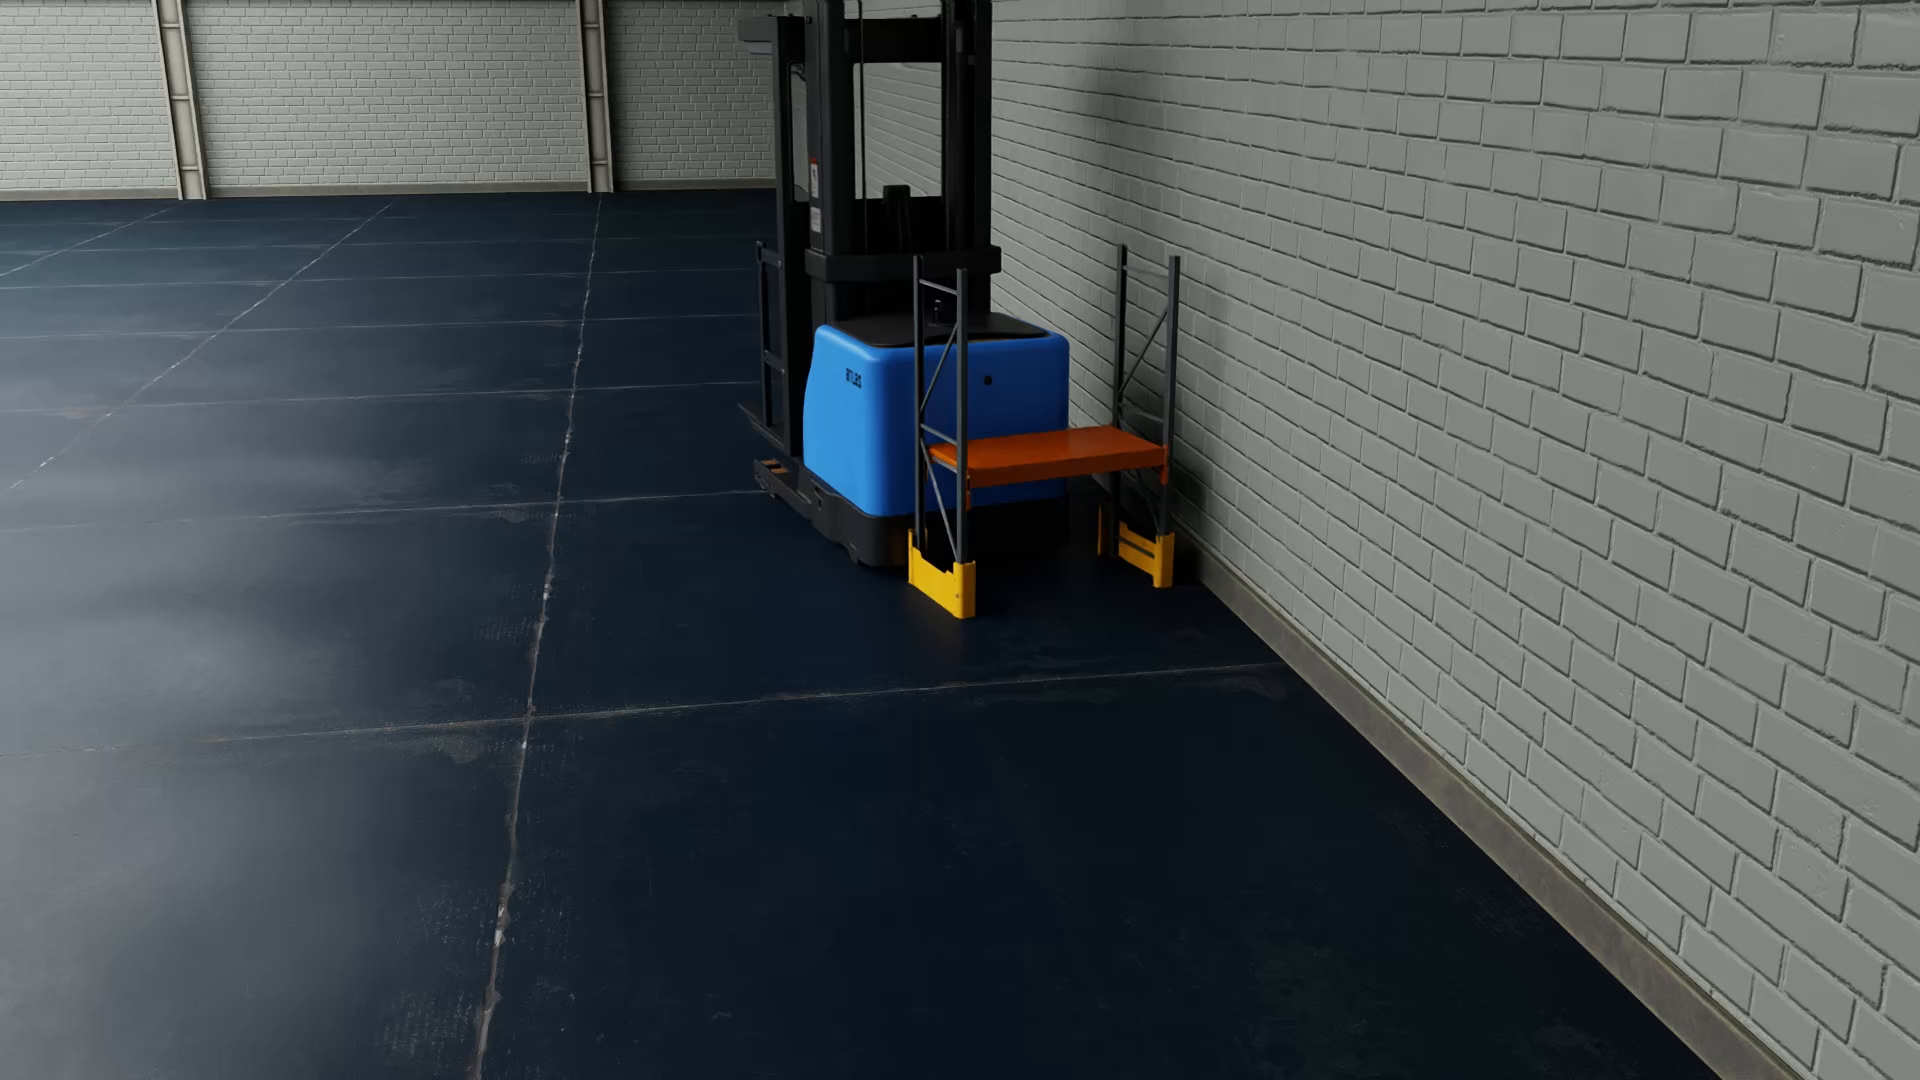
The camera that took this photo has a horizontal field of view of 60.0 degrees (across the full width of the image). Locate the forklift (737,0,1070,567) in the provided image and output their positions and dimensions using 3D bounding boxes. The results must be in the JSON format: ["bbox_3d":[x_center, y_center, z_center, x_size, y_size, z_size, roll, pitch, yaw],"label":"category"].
[{"bbox_3d":[-0.495,-1.667,8.748,1.130,2.935,3.031,-7,18,-21],"label":"forklift"}]

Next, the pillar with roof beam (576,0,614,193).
[{"bbox_3d":[-4.830,-8.546,20.810,0.400,9.000,9.100,-3,17,-10],"label":"pillar with roof beam"}]

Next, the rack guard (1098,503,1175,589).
[{"bbox_3d":[0.821,0.022,7.816,0.087,0.250,0.587,-8,19,-23],"label":"rack guard"}]

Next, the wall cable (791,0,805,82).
[{"bbox_3d":[-2.504,-8.086,24.600,0.112,2.526,3.097,-3,17,-10],"label":"wall cable"}]

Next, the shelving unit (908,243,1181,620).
[{"bbox_3d":[0.369,-0.515,7.434,1.083,1.500,0.587,-8,19,-23],"label":"shelving unit"}]

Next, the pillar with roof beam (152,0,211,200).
[{"bbox_3d":[-10.721,-8.212,19.722,0.400,9.000,9.100,-3,17,-10],"label":"pillar with roof beam"}]

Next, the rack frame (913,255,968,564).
[{"bbox_3d":[-0.085,-0.454,7.235,0.032,1.500,0.500,-8,19,-23],"label":"rack frame"}]

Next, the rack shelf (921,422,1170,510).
[{"bbox_3d":[0.377,-0.344,7.490,1.000,0.185,0.538,-8,19,-23],"label":"rack shelf"}]

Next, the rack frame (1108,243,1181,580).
[{"bbox_3d":[0.839,-0.578,7.640,0.032,1.500,0.500,-8,19,-23],"label":"rack frame"}]

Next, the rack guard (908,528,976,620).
[{"bbox_3d":[-0.084,0.143,7.419,0.087,0.250,0.587,-8,19,-23],"label":"rack guard"}]
